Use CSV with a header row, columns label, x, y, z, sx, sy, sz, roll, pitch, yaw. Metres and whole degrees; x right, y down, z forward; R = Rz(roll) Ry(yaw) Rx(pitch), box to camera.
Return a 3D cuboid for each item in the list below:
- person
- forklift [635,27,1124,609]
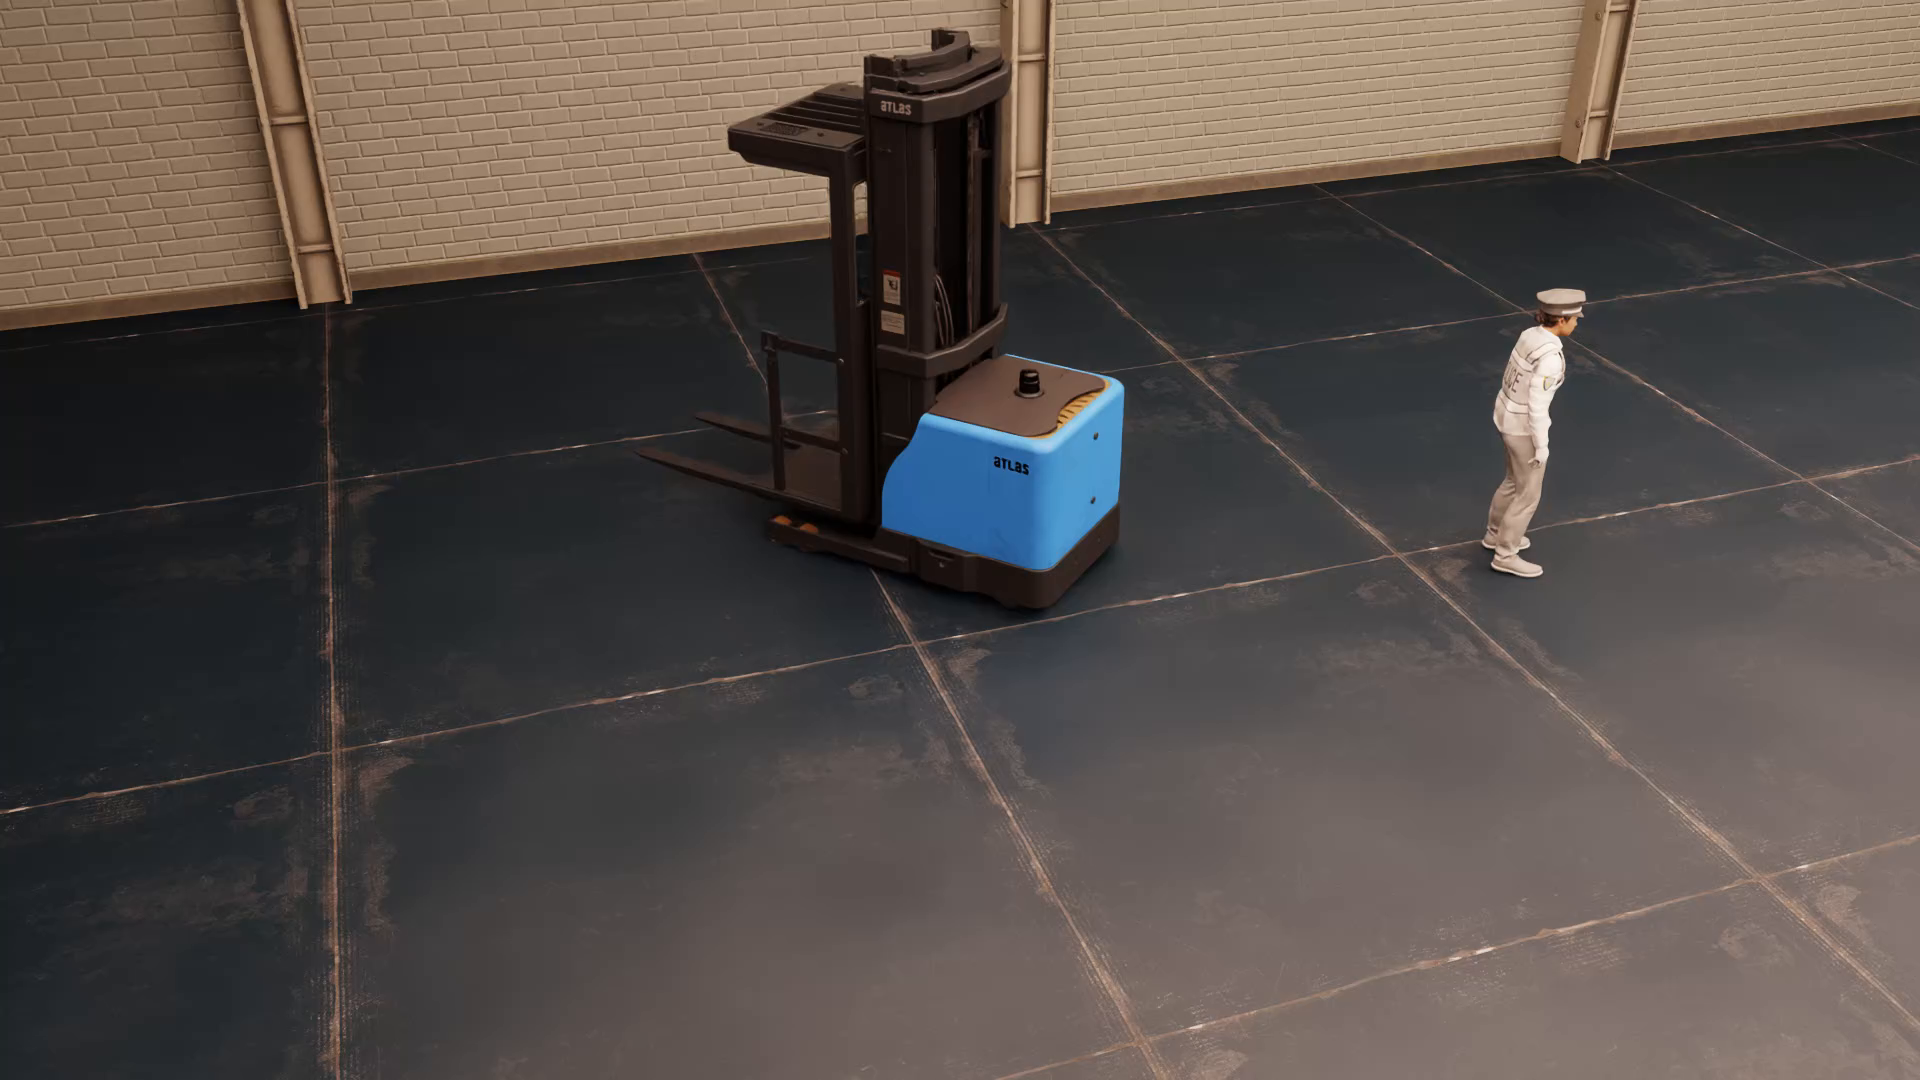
label,x,y,z,sx,sy,sz,roll,pitch,yaw
person,3.228,-0.626,9.449,0.375,1.662,0.528,1,30,3
forklift,-0.588,-1.409,9.535,3.031,2.935,1.130,16,33,25
